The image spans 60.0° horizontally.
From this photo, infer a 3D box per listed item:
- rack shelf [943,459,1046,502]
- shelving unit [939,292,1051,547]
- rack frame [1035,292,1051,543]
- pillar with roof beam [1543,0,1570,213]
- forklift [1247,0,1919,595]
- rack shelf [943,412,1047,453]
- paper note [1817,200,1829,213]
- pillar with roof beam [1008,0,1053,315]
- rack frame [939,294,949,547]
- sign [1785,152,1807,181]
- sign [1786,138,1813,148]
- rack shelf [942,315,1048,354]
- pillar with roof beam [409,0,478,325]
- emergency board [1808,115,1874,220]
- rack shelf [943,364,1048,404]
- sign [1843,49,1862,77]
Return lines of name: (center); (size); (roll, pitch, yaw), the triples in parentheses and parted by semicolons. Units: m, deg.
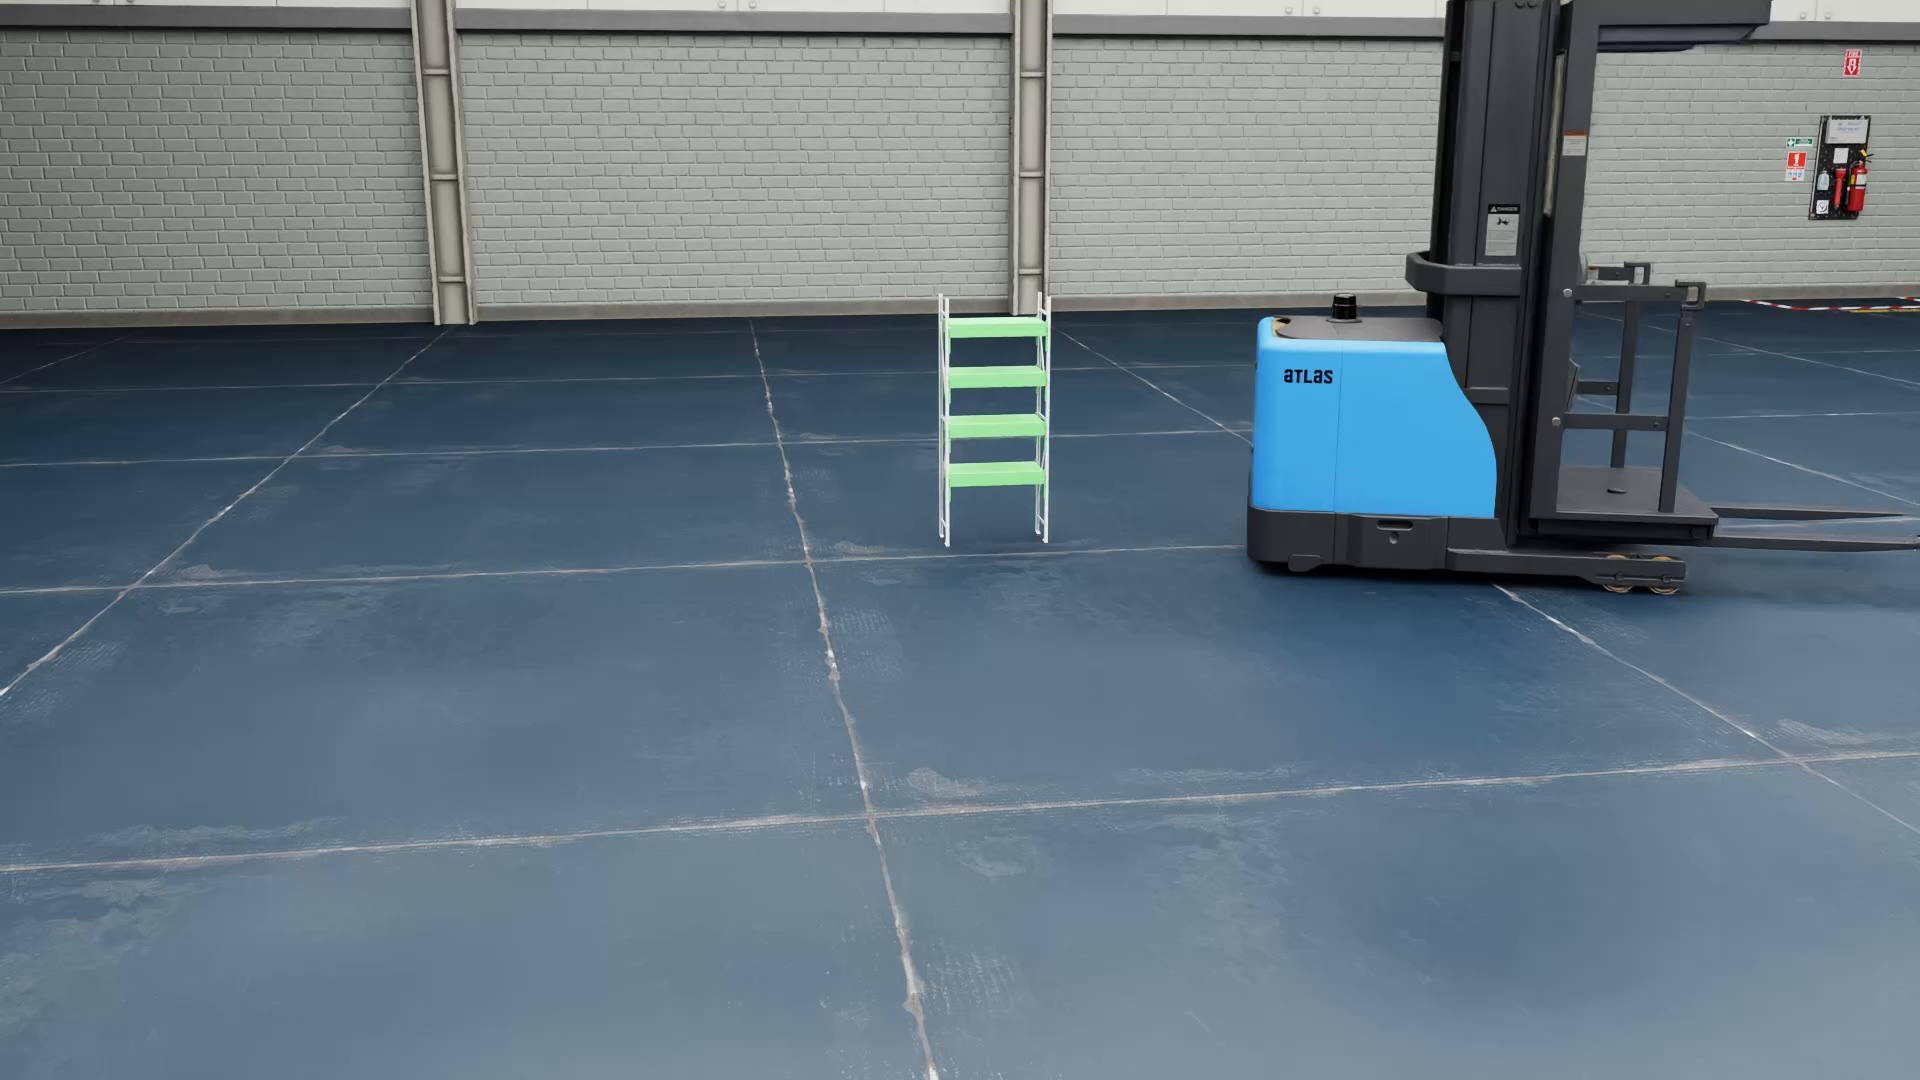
rack shelf: (0.164, -0.293, 8.174); (0.480, 0.148, 0.258); (-2, 14, -8)
shelving unit: (0.164, -0.588, 8.100); (0.503, 1.200, 0.258); (-2, 14, -8)
rack frame: (0.405, -0.597, 8.135); (0.015, 1.200, 0.240); (-2, 14, -8)
pillar with roof beam: (7.313, -6.004, 13.661); (0.400, 9.000, 9.100); (-2, 14, -8)
forklift: (2.885, -1.322, 7.466); (3.031, 2.935, 1.130); (2, 14, 9)
rack shelf: (0.164, -0.526, 8.115); (0.480, 0.148, 0.258); (-2, 14, -8)
paper note: (9.970, -3.849, 19.215); (0.142, 0.148, 0.016); (-2, 14, -8)
pillar with roof beam: (1.380, -5.786, 12.794); (0.400, 9.000, 9.100); (-2, 14, -8)
rack frame: (-0.078, -0.579, 8.065); (0.015, 1.200, 0.240); (-2, 14, -8)
sign: (9.593, -4.288, 19.081); (0.234, 0.329, 0.001); (-2, 14, -8)
sign: (9.599, -4.543, 19.009); (0.331, 0.109, 0.001); (-2, 14, -8)
rack shelf: (0.164, -0.992, 7.999); (0.480, 0.148, 0.258); (-2, 14, -8)
pillar with roof beam: (-4.553, -5.569, 11.927); (0.400, 9.000, 9.100); (-2, 14, -8)
emergency board: (10.155, -4.266, 19.067); (0.643, 1.169, 0.194); (-2, 14, -8)
rack shelf: (0.164, -0.759, 8.057); (0.480, 0.148, 0.258); (-2, 14, -8)
sign: (10.133, -5.414, 18.879); (0.199, 0.298, 0.001); (-2, 14, -8)
